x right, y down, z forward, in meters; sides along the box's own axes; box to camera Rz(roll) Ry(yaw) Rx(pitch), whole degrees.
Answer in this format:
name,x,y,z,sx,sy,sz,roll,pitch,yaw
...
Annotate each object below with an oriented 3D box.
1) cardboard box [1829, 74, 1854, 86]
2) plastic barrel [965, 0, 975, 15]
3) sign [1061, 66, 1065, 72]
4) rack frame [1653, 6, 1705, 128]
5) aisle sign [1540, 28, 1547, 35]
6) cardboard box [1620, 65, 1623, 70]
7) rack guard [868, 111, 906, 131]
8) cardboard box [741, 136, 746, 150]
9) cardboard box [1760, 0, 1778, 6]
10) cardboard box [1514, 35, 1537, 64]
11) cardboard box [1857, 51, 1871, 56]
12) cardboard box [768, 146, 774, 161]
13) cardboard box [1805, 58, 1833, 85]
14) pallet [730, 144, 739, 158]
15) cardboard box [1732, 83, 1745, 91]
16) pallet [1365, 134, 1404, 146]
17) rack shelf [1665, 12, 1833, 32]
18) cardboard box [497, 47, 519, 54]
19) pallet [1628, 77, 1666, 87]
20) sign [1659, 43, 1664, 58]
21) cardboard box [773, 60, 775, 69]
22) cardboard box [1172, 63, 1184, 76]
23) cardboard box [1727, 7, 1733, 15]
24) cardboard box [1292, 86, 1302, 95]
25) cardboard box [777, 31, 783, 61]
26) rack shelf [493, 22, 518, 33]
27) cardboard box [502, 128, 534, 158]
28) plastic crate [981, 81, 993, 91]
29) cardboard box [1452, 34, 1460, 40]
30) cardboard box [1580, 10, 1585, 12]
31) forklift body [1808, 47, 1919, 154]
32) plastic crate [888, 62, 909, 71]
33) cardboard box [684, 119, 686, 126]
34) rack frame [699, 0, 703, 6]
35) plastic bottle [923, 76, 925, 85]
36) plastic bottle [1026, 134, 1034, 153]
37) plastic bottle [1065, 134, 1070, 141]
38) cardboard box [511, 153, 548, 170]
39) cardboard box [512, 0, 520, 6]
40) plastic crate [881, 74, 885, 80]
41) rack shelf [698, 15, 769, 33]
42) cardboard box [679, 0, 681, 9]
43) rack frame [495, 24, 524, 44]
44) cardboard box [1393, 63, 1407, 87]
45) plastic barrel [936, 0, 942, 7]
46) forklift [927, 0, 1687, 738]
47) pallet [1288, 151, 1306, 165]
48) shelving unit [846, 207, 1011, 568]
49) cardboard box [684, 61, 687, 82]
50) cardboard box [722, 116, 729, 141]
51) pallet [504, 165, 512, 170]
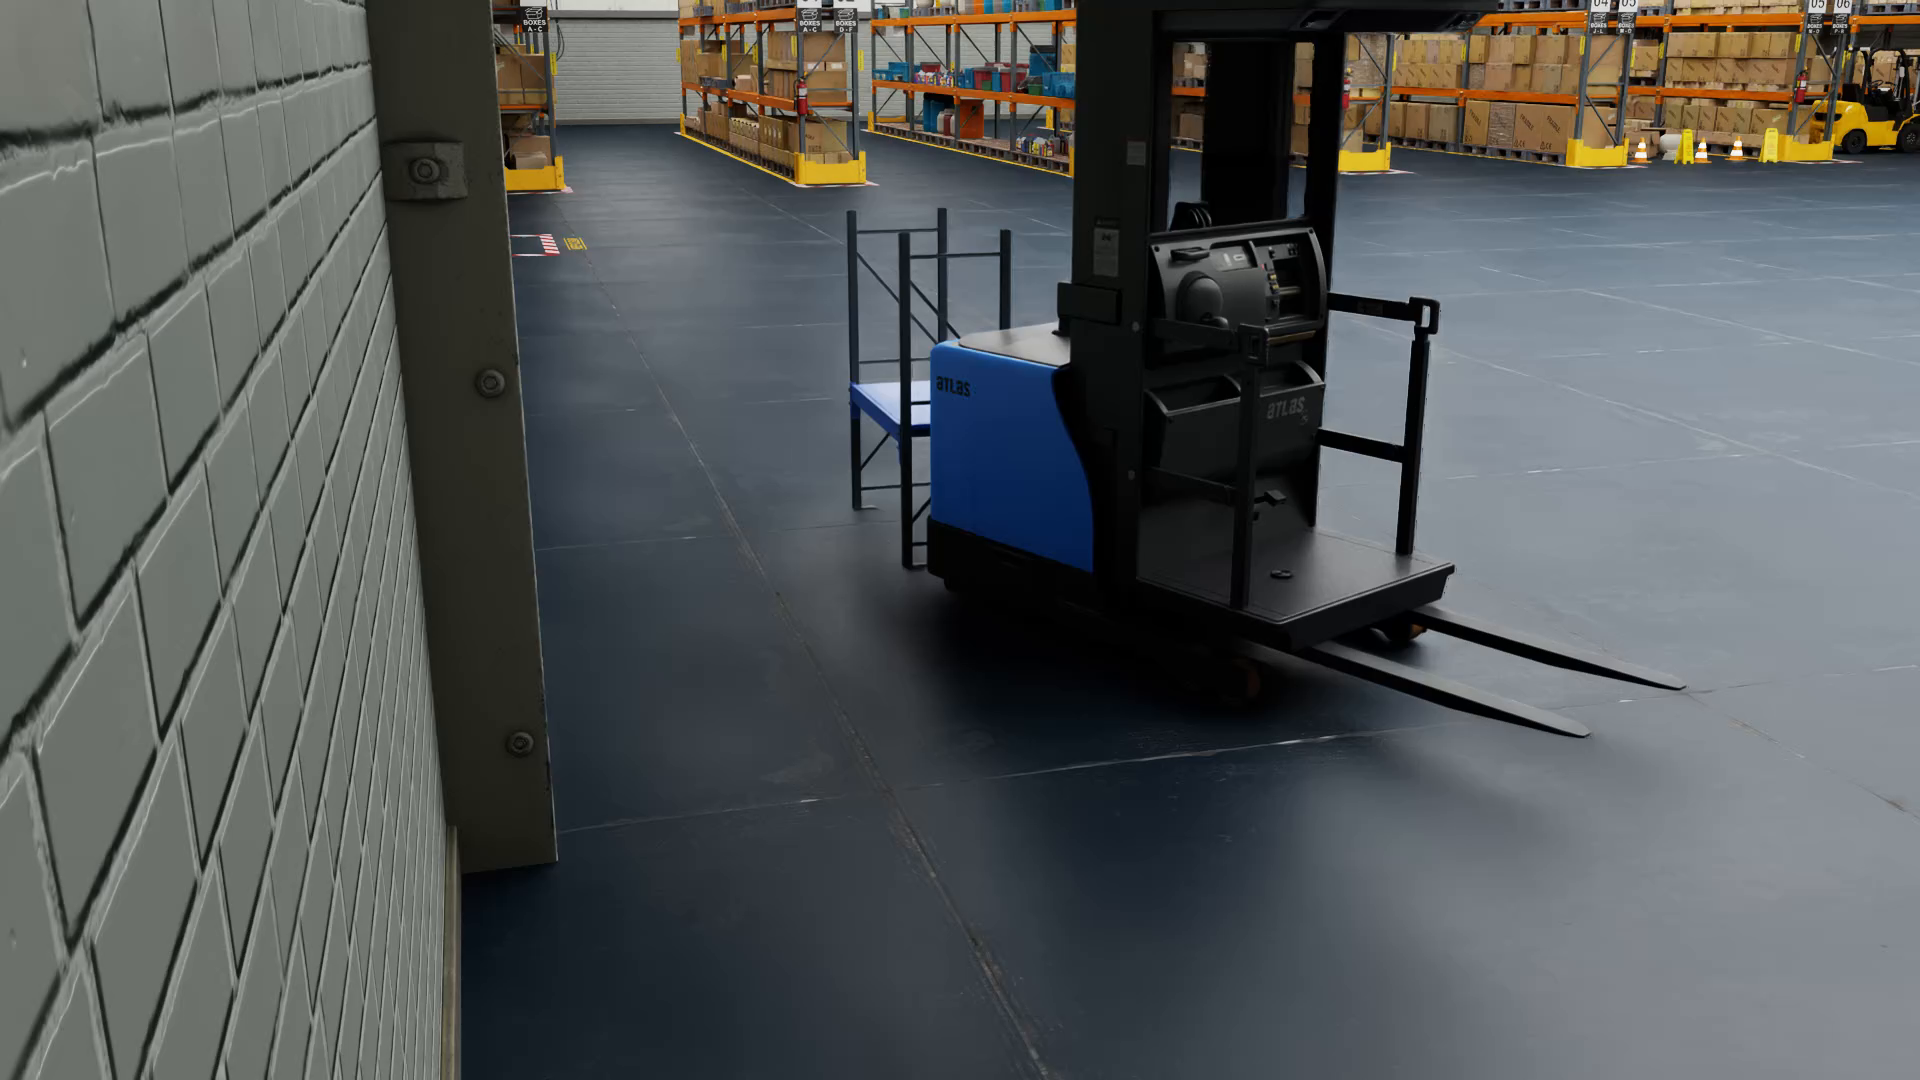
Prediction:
name,x,y,z,sx,sy,sz,roll,pitch,yaw
cardboard box,20.154,-10.562,38.162,0.500,0.250,0.500,-4,17,-14
plastic barrel,0.400,-11.486,34.890,0.600,0.901,0.600,0,17,0
sign,2.014,-9.120,32.618,0.100,0.325,0.005,-5,17,-15
rack frame,15.773,-10.122,36.435,1.000,3.000,0.127,-5,17,-15
aisle sign,16.945,-15.076,48.407,0.394,0.787,0.004,-5,17,-15
cardboard box,15.151,-10.904,37.616,0.500,0.500,0.500,-4,17,-13
rack guard,-1.835,-11.075,43.952,1.175,0.500,0.348,-5,17,-15
cardboard box,-4.091,-7.955,33.270,0.500,0.250,0.500,-4,17,-14
cardboard box,16.348,-10.783,33.167,0.500,0.250,0.500,-5,17,-16
cardboard box,11.542,-9.738,33.018,0.875,0.550,0.500,-5,17,-15
cardboard box,20.346,-10.905,37.223,0.380,0.149,0.250,-4,17,-14
cardboard box,-3.181,-7.011,30.128,0.500,0.250,0.500,-5,17,-15
cardboard box,17.008,-9.359,33.204,0.500,0.500,0.500,-5,17,-16
pallet,-4.192,-8.097,34.539,1.003,0.211,1.213,-5,17,-15
cardboard box,16.145,-9.330,34.236,0.380,0.149,0.250,-5,17,-16
pallet,10.086,-9.250,38.378,1.003,0.211,1.213,-5,17,-15
rack shelf,16.322,-10.661,34.266,1.077,0.370,4.000,-5,17,-15
cardboard box,-8.917,-9.659,32.826,0.380,0.149,0.250,-8,18,-24
pallet,15.702,-10.253,37.205,1.003,0.211,1.213,-5,17,-15
sign,15.240,-10.632,36.119,0.100,0.325,0.005,-5,17,-15
cardboard box,-3.179,-8.612,30.108,0.380,0.149,0.250,-5,17,-16
cardboard box,4.771,-10.610,37.885,0.500,0.500,0.500,-4,17,-14
cardboard box,16.046,-10.905,34.266,0.380,0.149,0.250,-5,17,-15
cardboard box,6.553,-8.581,31.742,0.380,0.149,0.250,-5,17,-15
cardboard box,-2.877,-8.825,29.689,0.700,0.500,0.500,-5,17,-15
rack shelf,-10.792,-12.022,38.796,1.077,0.370,4.000,-5,17,-15
cardboard box,-8.262,-7.380,30.886,0.700,0.500,0.500,-4,17,-13
plastic crate,0.732,-9.305,34.083,0.450,0.188,0.662,-5,17,-15
cardboard box,13.183,-13.232,43.750,0.380,0.149,0.250,-5,17,-16
cardboard box,14.924,-12.450,38.797,0.700,0.500,0.500,-5,17,-15
forklift body,19.368,-9.383,35.450,2.313,2.155,1.214,-5,17,-15
plastic crate,-1.544,-12.234,43.301,0.616,0.435,0.499,-5,17,-15
cardboard box,-6.795,-10.578,42.144,0.380,0.149,0.250,-5,17,-15
rack frame,-5.480,-13.642,37.727,1.000,3.000,0.127,-5,17,-15
plastic bottle,-0.823,-10.744,38.852,0.097,0.201,0.097,0,17,0
plastic bottle,1.357,-7.581,31.815,0.144,0.351,0.185,-5,18,-18
plastic bottle,2.077,-7.591,31.850,0.144,0.351,0.185,-5,17,-16
cardboard box,-7.048,-6.179,27.217,0.500,0.311,0.500,-7,18,-22
cardboard box,-6.796,-8.664,26.158,0.500,0.500,0.500,-4,17,-14
plastic crate,-1.870,-11.792,42.347,0.250,0.136,0.298,-5,17,-15
rack shelf,-4.931,-11.308,36.420,1.077,0.370,4.000,-5,17,-15
cardboard box,-6.689,-13.317,41.250,0.500,0.250,0.500,-5,17,-15
rack frame,-10.242,-10.377,37.283,1.000,3.000,0.127,-5,17,-15
cardboard box,10.086,-10.432,37.292,0.500,0.500,0.500,-5,17,-15
plastic barrel,-0.271,-12.651,38.584,0.600,0.588,0.600,0,17,0
forklift,1.196,-0.974,6.099,1.130,2.935,3.031,-14,22,-39
pallet,6.802,-7.482,32.494,1.003,0.211,1.213,-5,17,-15
shelving unit,-0.163,-0.756,7.861,0.538,1.500,1.048,-5,17,-16
cardboard box,-6.564,-11.638,41.307,0.500,0.500,0.500,-5,17,-16
cardboard box,-4.864,-8.917,36.002,0.500,0.500,0.500,-4,17,-13
pallet,-7.486,-6.307,28.582,1.003,0.211,1.213,-5,17,-15
